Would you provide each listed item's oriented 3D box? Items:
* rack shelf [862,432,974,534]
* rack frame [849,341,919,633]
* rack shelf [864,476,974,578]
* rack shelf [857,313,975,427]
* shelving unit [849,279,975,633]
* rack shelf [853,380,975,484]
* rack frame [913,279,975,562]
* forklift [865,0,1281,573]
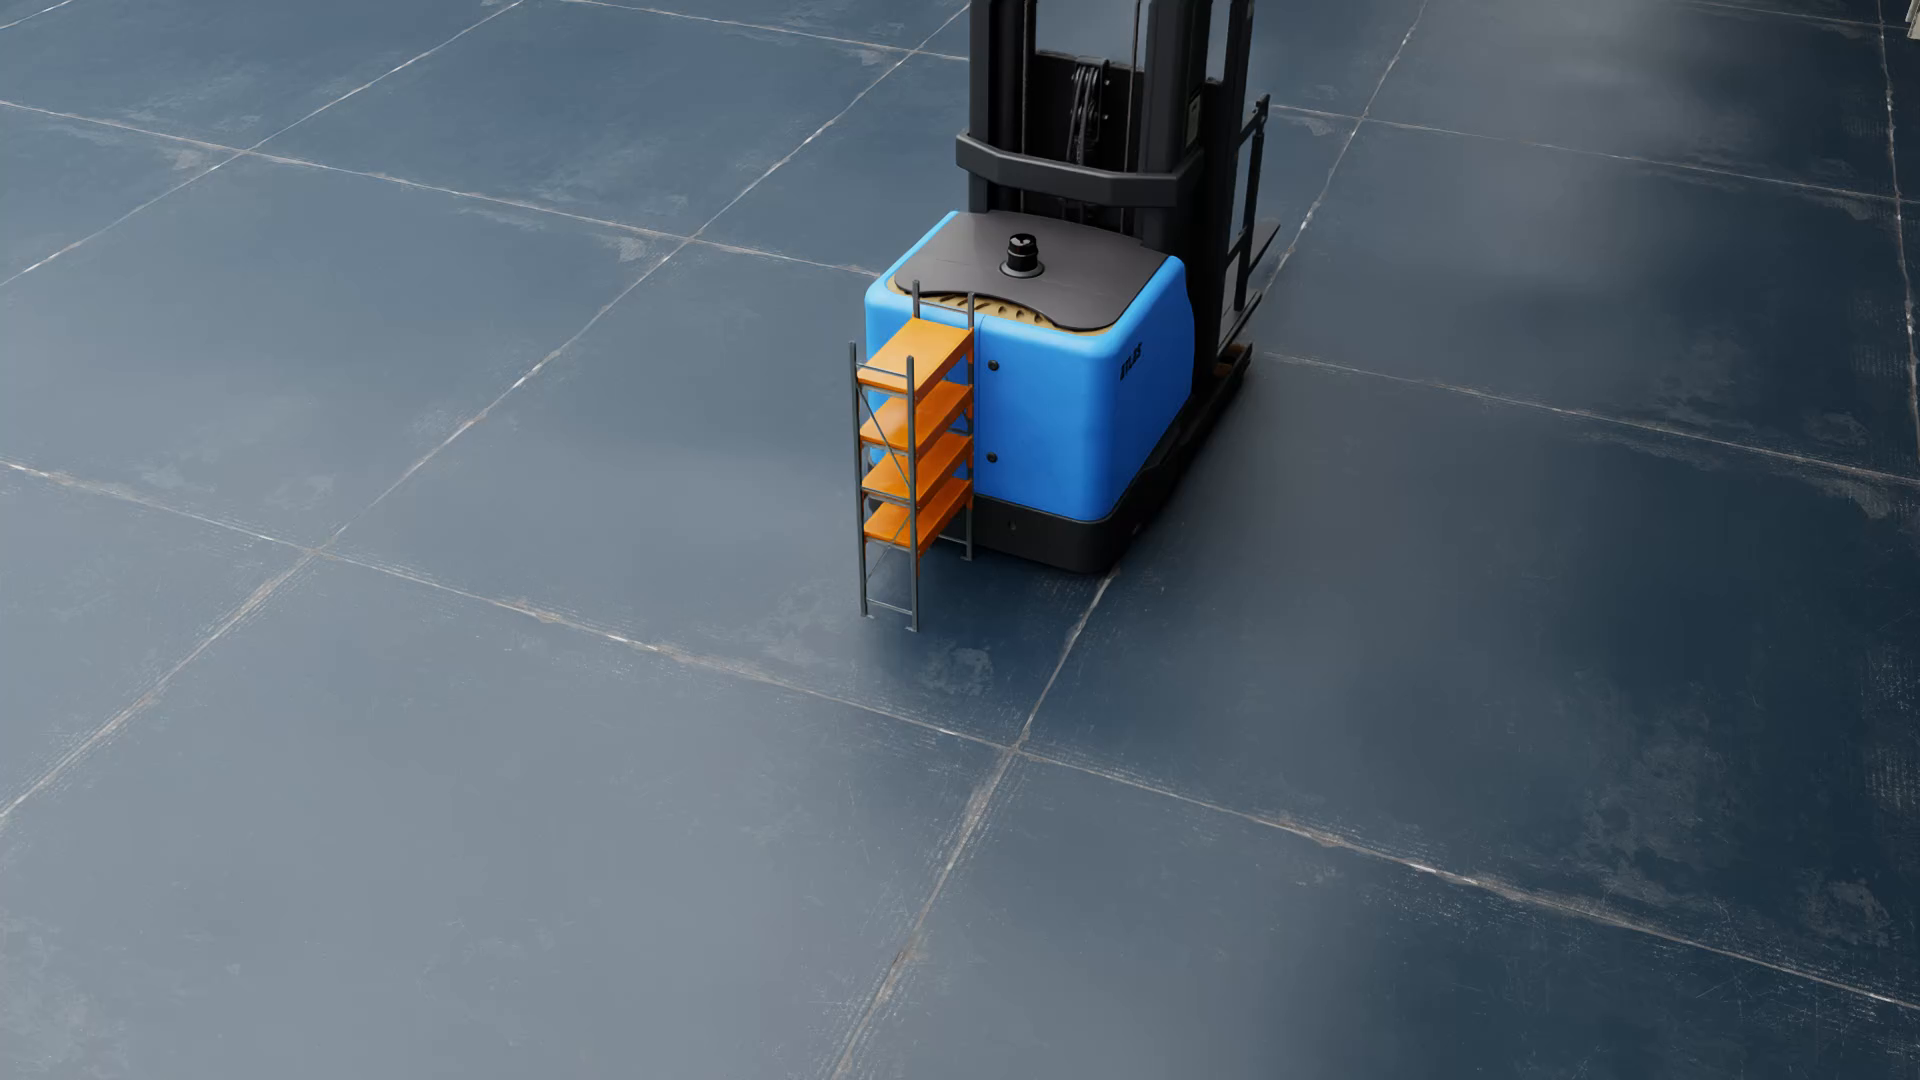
[{"bbox_3d":[-0.163,-0.240,6.181,0.258,0.148,0.480,16,40,20],"label":"rack shelf"},{"bbox_3d":[-0.267,-0.162,5.964,0.240,1.200,0.015,16,40,20],"label":"rack frame"},{"bbox_3d":[-0.163,-0.081,6.300,0.258,0.148,0.480,16,40,20],"label":"rack shelf"},{"bbox_3d":[-0.163,-0.609,5.906,0.258,0.148,0.480,16,40,20],"label":"rack shelf"},{"bbox_3d":[-0.163,-0.294,6.141,0.258,1.200,0.503,16,40,20],"label":"shelving unit"},{"bbox_3d":[-0.163,-0.419,6.047,0.258,0.148,0.480,16,40,20],"label":"rack shelf"},{"bbox_3d":[-0.060,-0.426,6.318,0.240,1.200,0.015,16,40,20],"label":"rack frame"},{"bbox_3d":[0.709,-1.920,6.870,1.130,2.935,3.031,16,40,20],"label":"forklift"}]
